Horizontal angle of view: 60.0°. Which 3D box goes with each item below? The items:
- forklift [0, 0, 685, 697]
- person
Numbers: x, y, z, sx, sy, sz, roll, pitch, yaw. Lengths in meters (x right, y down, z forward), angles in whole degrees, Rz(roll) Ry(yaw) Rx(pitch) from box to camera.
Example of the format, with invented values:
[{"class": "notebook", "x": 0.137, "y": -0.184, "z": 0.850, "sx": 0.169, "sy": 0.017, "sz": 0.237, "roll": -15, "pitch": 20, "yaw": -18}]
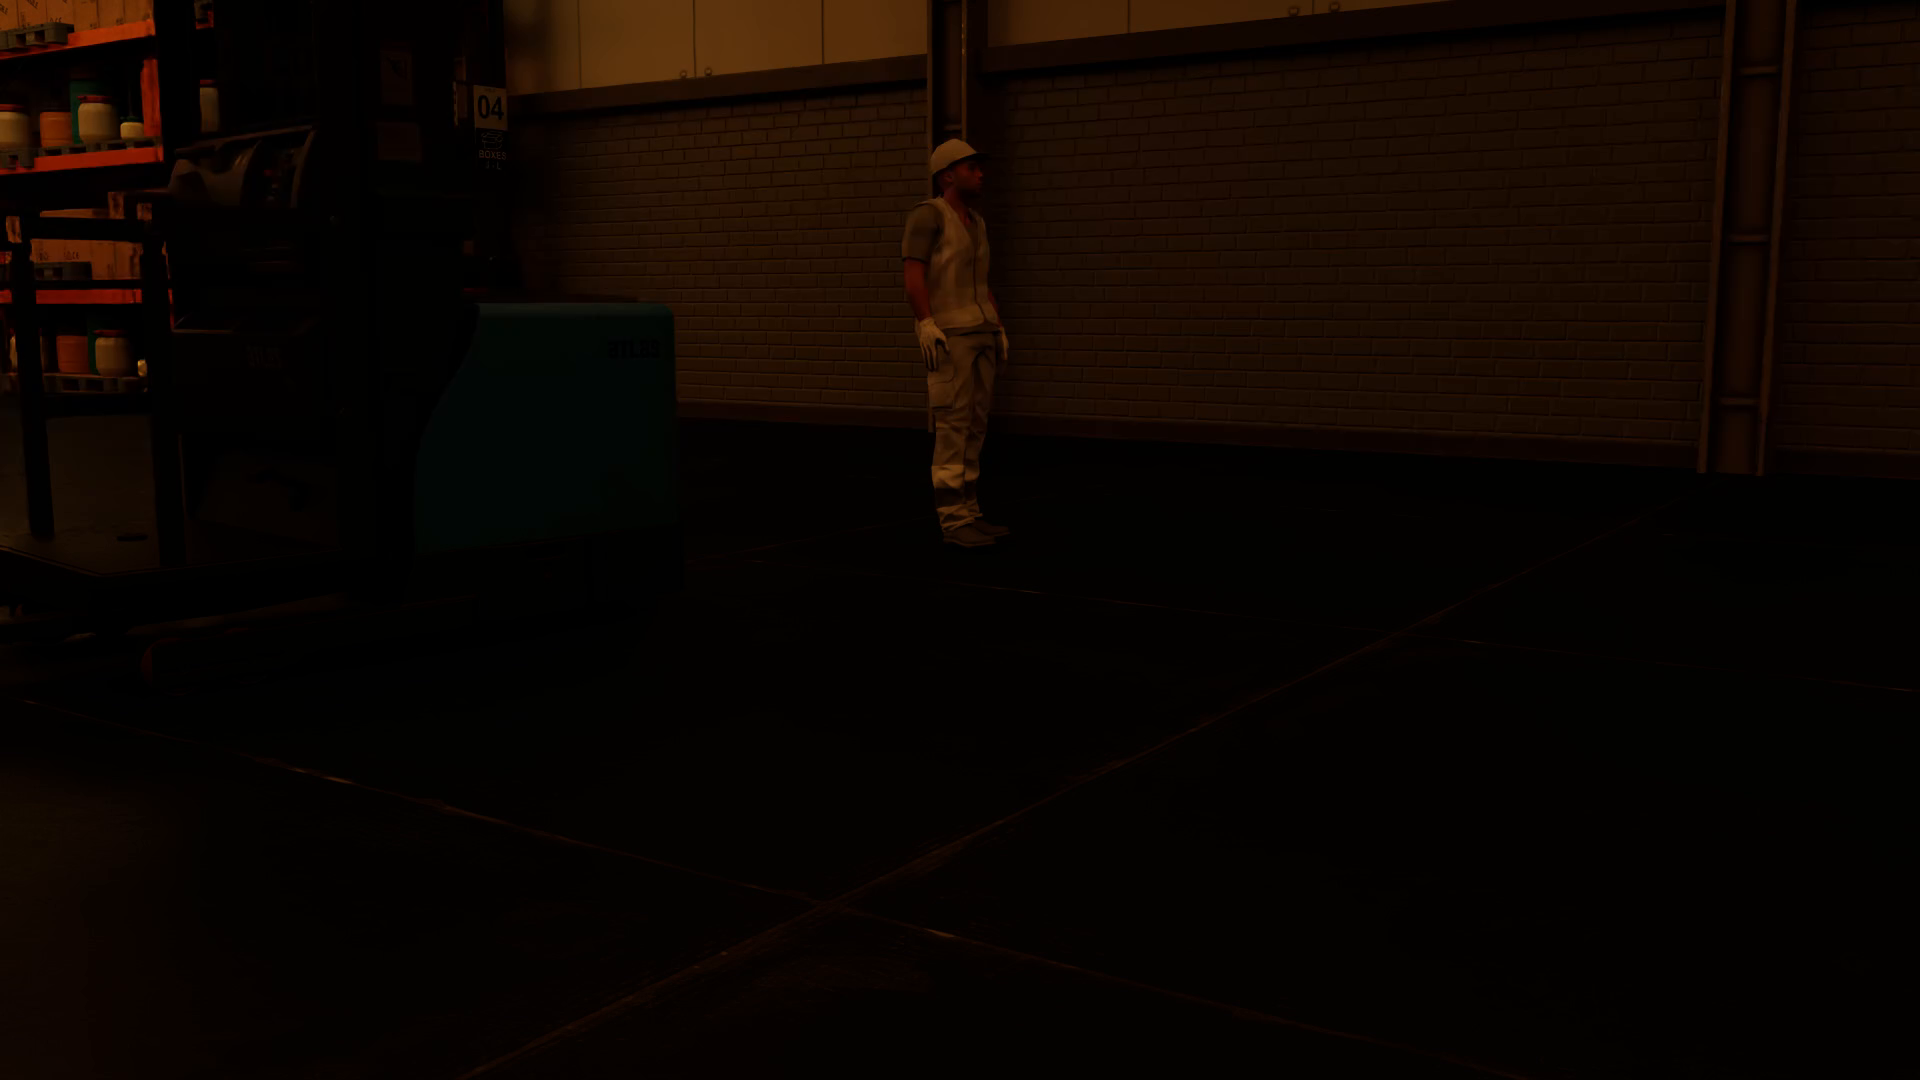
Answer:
[{"class": "forklift", "x": -2.342, "y": -1.101, "z": 4.932, "sx": 1.130, "sy": 2.935, "sz": 3.031, "roll": 7, "pitch": 11, "yaw": 42}, {"class": "person", "x": 0.060, "y": -0.885, "z": 7.422, "sx": 0.562, "sy": 1.790, "sz": 0.637, "roll": 5, "pitch": 10, "yaw": 34}]
